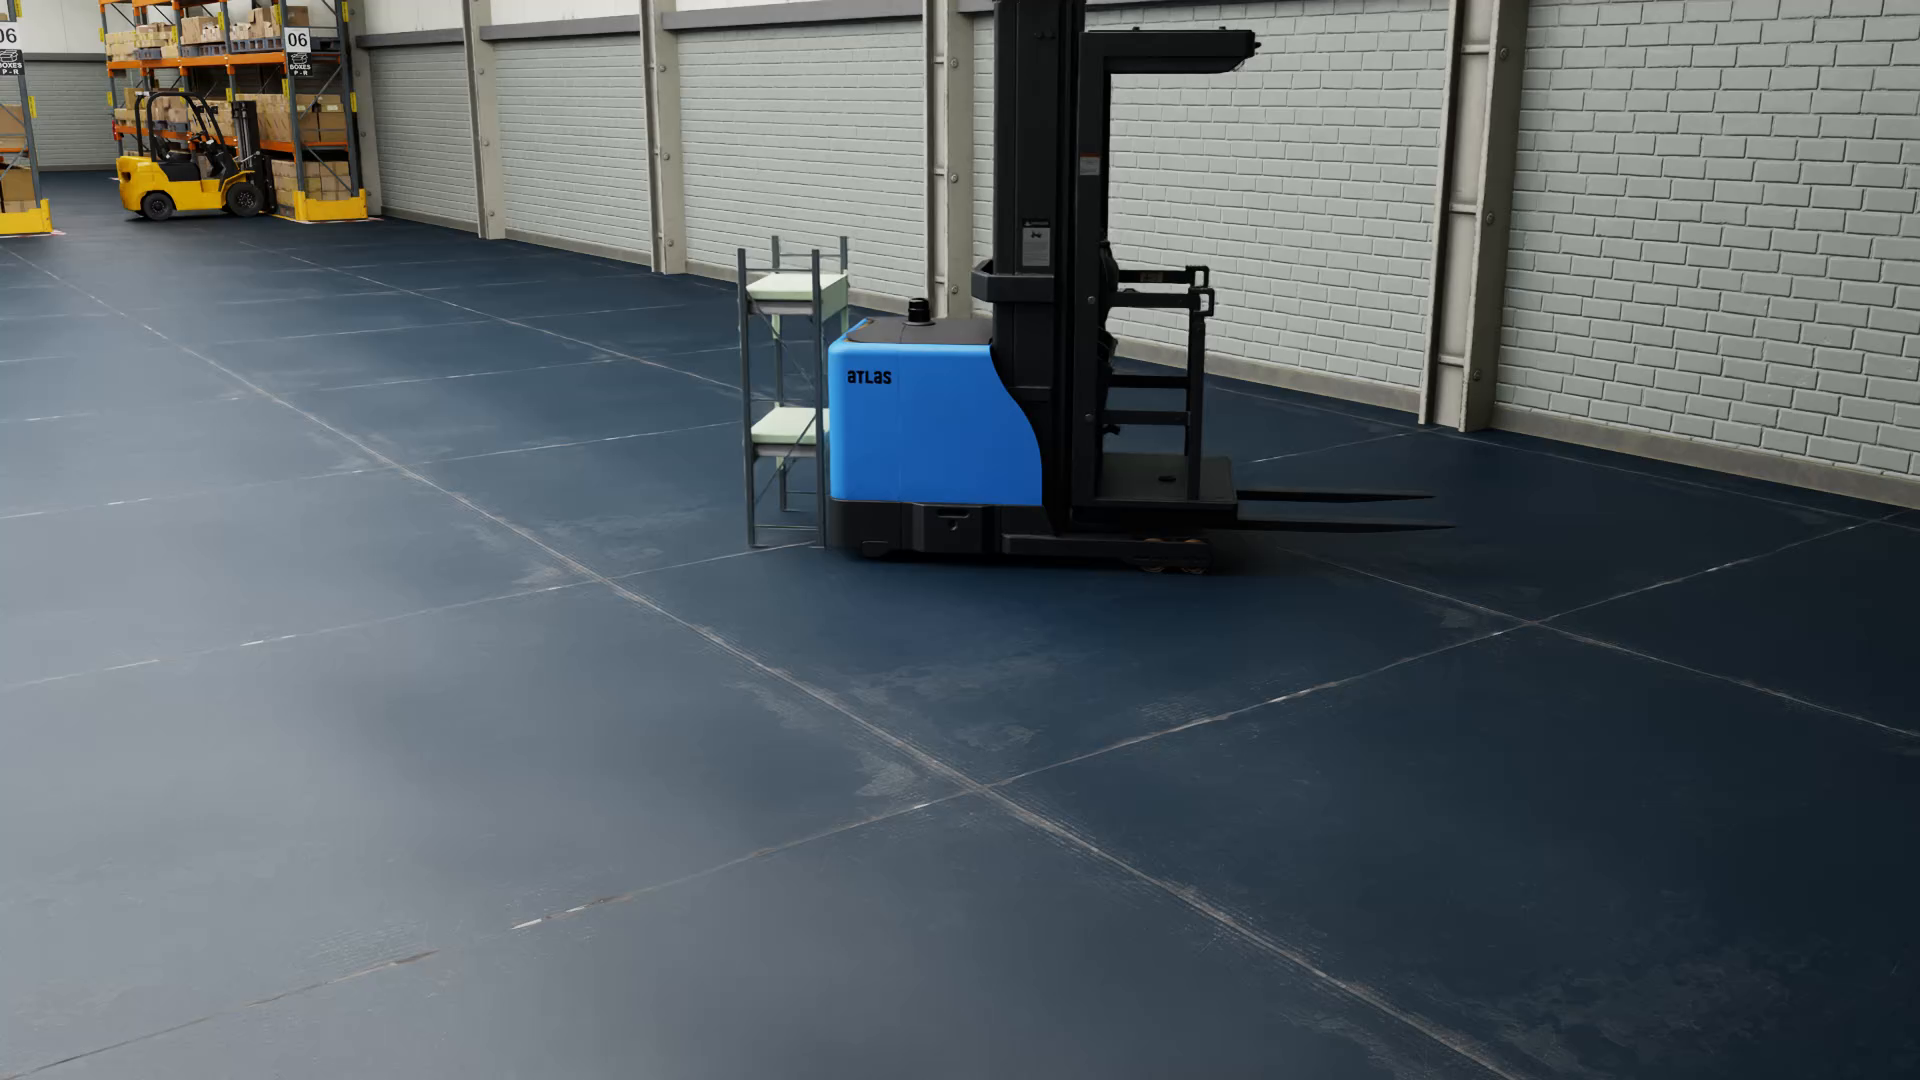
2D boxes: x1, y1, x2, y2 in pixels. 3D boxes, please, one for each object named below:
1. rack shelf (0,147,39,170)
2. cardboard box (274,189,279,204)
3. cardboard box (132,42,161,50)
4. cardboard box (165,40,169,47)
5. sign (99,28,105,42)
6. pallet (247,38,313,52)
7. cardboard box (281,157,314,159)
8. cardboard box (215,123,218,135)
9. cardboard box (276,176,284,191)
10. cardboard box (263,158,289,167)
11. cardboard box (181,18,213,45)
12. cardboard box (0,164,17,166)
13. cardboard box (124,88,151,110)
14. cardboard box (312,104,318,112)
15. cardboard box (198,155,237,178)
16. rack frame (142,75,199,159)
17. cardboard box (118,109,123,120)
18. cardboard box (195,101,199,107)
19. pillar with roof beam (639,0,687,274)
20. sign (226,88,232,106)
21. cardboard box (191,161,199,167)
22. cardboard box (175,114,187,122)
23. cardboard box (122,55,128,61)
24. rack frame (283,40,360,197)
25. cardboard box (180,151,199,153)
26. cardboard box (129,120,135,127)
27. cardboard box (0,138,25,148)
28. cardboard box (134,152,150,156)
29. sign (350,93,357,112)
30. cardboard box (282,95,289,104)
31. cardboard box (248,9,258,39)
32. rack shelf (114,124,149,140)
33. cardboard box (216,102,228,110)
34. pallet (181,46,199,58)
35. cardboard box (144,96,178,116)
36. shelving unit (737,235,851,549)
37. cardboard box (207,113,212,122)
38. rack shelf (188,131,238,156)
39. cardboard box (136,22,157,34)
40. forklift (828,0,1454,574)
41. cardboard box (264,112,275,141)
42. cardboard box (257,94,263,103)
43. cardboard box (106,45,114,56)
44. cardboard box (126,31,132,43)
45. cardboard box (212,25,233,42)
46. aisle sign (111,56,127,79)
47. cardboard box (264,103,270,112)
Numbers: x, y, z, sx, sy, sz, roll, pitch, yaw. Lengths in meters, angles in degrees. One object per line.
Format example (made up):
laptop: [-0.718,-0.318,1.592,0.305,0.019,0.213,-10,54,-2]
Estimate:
rack shelf: [-16.201,-6.386,27.589,1.077,0.370,4.000,-11,19,-35]
cardboard box: [-12.116,-6.221,30.035,0.500,0.250,0.500,-11,19,-34]
cardboard box: [-18.554,-11.222,37.932,0.500,0.250,0.500,-11,19,-34]
cardboard box: [-16.854,-10.669,35.723,0.380,0.149,0.250,-10,18,-33]
sign: [-20.859,-12.278,40.415,0.100,0.325,0.005,-11,19,-35]
pallet: [-12.128,-8.897,29.886,1.003,0.211,1.213,-11,19,-35]
cardboard box: [-12.322,-6.999,30.984,0.500,0.250,0.500,-11,19,-34]
cardboard box: [-14.439,-8.143,32.930,0.500,0.250,0.500,-11,19,-34]
cardboard box: [-11.837,-6.359,29.593,0.500,0.250,0.500,-11,19,-35]
cardboard box: [-12.437,-6.809,30.292,0.500,0.250,0.500,-11,19,-36]
cardboard box: [-15.487,-10.339,33.812,0.500,0.500,0.500,-11,19,-34]
cardboard box: [-16.211,-6.096,28.160,0.500,0.500,0.500,-10,18,-32]
cardboard box: [-19.489,-10.468,39.439,0.500,0.500,0.500,-10,18,-33]
cardboard box: [-11.198,-7.594,29.221,0.380,0.149,0.250,-11,19,-35]
cardboard box: [-15.360,-7.707,34.756,0.875,0.625,0.625,-10,18,-33]
rack frame: [-18.068,-9.639,38.113,1.000,3.000,0.127,-11,19,-35]
cardboard box: [-20.074,-10.318,40.315,0.500,0.250,0.500,-11,19,-34]
cardboard box: [-15.437,-8.925,34.085,0.380,0.149,0.250,-10,18,-33]
pillar with roof beam: [-7.119,-7.029,17.210,9.100,9.000,0.400,-11,19,-35]
sign: [-13.797,-8.365,31.414,0.100,0.325,0.005,-11,19,-35]
cardboard box: [-16.138,-7.839,35.475,0.500,0.500,0.500,-10,18,-33]
cardboard box: [-16.412,-8.947,35.265,0.380,0.149,0.250,-10,18,-34]
cardboard box: [-19.447,-11.320,39.048,0.380,0.149,0.250,-10,18,-33]
rack frame: [-11.012,-7.077,28.751,1.000,3.000,0.127,-11,19,-35]
cardboard box: [-16.781,-8.394,36.275,0.380,0.149,0.250,-11,19,-35]
cardboard box: [-19.560,-9.924,39.628,0.380,0.149,0.250,-10,18,-33]
cardboard box: [-15.057,-6.289,26.349,0.380,0.149,0.250,-11,19,-34]
cardboard box: [-19.436,-9.028,39.820,0.500,0.500,0.500,-10,18,-34]
sign: [-10.560,-7.618,28.937,0.100,0.325,0.005,-11,19,-35]
cardboard box: [-11.563,-7.673,28.948,0.380,0.149,0.250,-11,19,-34]
cardboard box: [-12.304,-9.246,29.814,0.797,0.503,0.637,-10,18,-33]
rack shelf: [-19.244,-9.720,39.769,1.077,0.370,4.000,-11,19,-35]
cardboard box: [-14.274,-8.479,32.456,0.380,0.149,0.250,-12,19,-36]
pallet: [-15.245,-10.010,34.143,1.213,0.211,1.003,-10,18,-32]
cardboard box: [-17.964,-9.752,37.541,0.700,0.500,0.500,-10,18,-33]
shelving unit: [-0.836,-0.781,8.589,0.431,1.500,0.755,2,15,7]
cardboard box: [-14.745,-8.495,33.268,0.500,0.250,0.500,-11,19,-34]
rack shelf: [-14.540,-8.011,33.527,1.077,0.370,4.000,-11,19,-35]
cardboard box: [-18.173,-11.441,37.155,0.396,0.266,0.258,-11,19,-35]
forklift: [0.905,-1.398,8.133,3.031,2.935,1.130,2,15,7]
cardboard box: [-12.113,-7.411,29.783,0.500,0.500,0.500,-11,19,-36]
cardboard box: [-12.595,-8.059,30.357,0.380,0.149,0.250,-11,19,-35]
cardboard box: [-20.380,-11.874,40.318,0.500,0.250,0.500,-11,19,-35]
cardboard box: [-18.865,-11.576,38.280,0.500,0.250,0.500,-11,19,-35]
cardboard box: [-13.987,-9.703,31.846,0.500,0.311,0.500,-12,19,-36]
aisle sign: [-20.697,-11.716,40.778,0.394,0.787,0.004,-11,19,-35]
cardboard box: [-12.217,-7.739,29.751,0.380,0.149,0.250,-11,19,-34]
